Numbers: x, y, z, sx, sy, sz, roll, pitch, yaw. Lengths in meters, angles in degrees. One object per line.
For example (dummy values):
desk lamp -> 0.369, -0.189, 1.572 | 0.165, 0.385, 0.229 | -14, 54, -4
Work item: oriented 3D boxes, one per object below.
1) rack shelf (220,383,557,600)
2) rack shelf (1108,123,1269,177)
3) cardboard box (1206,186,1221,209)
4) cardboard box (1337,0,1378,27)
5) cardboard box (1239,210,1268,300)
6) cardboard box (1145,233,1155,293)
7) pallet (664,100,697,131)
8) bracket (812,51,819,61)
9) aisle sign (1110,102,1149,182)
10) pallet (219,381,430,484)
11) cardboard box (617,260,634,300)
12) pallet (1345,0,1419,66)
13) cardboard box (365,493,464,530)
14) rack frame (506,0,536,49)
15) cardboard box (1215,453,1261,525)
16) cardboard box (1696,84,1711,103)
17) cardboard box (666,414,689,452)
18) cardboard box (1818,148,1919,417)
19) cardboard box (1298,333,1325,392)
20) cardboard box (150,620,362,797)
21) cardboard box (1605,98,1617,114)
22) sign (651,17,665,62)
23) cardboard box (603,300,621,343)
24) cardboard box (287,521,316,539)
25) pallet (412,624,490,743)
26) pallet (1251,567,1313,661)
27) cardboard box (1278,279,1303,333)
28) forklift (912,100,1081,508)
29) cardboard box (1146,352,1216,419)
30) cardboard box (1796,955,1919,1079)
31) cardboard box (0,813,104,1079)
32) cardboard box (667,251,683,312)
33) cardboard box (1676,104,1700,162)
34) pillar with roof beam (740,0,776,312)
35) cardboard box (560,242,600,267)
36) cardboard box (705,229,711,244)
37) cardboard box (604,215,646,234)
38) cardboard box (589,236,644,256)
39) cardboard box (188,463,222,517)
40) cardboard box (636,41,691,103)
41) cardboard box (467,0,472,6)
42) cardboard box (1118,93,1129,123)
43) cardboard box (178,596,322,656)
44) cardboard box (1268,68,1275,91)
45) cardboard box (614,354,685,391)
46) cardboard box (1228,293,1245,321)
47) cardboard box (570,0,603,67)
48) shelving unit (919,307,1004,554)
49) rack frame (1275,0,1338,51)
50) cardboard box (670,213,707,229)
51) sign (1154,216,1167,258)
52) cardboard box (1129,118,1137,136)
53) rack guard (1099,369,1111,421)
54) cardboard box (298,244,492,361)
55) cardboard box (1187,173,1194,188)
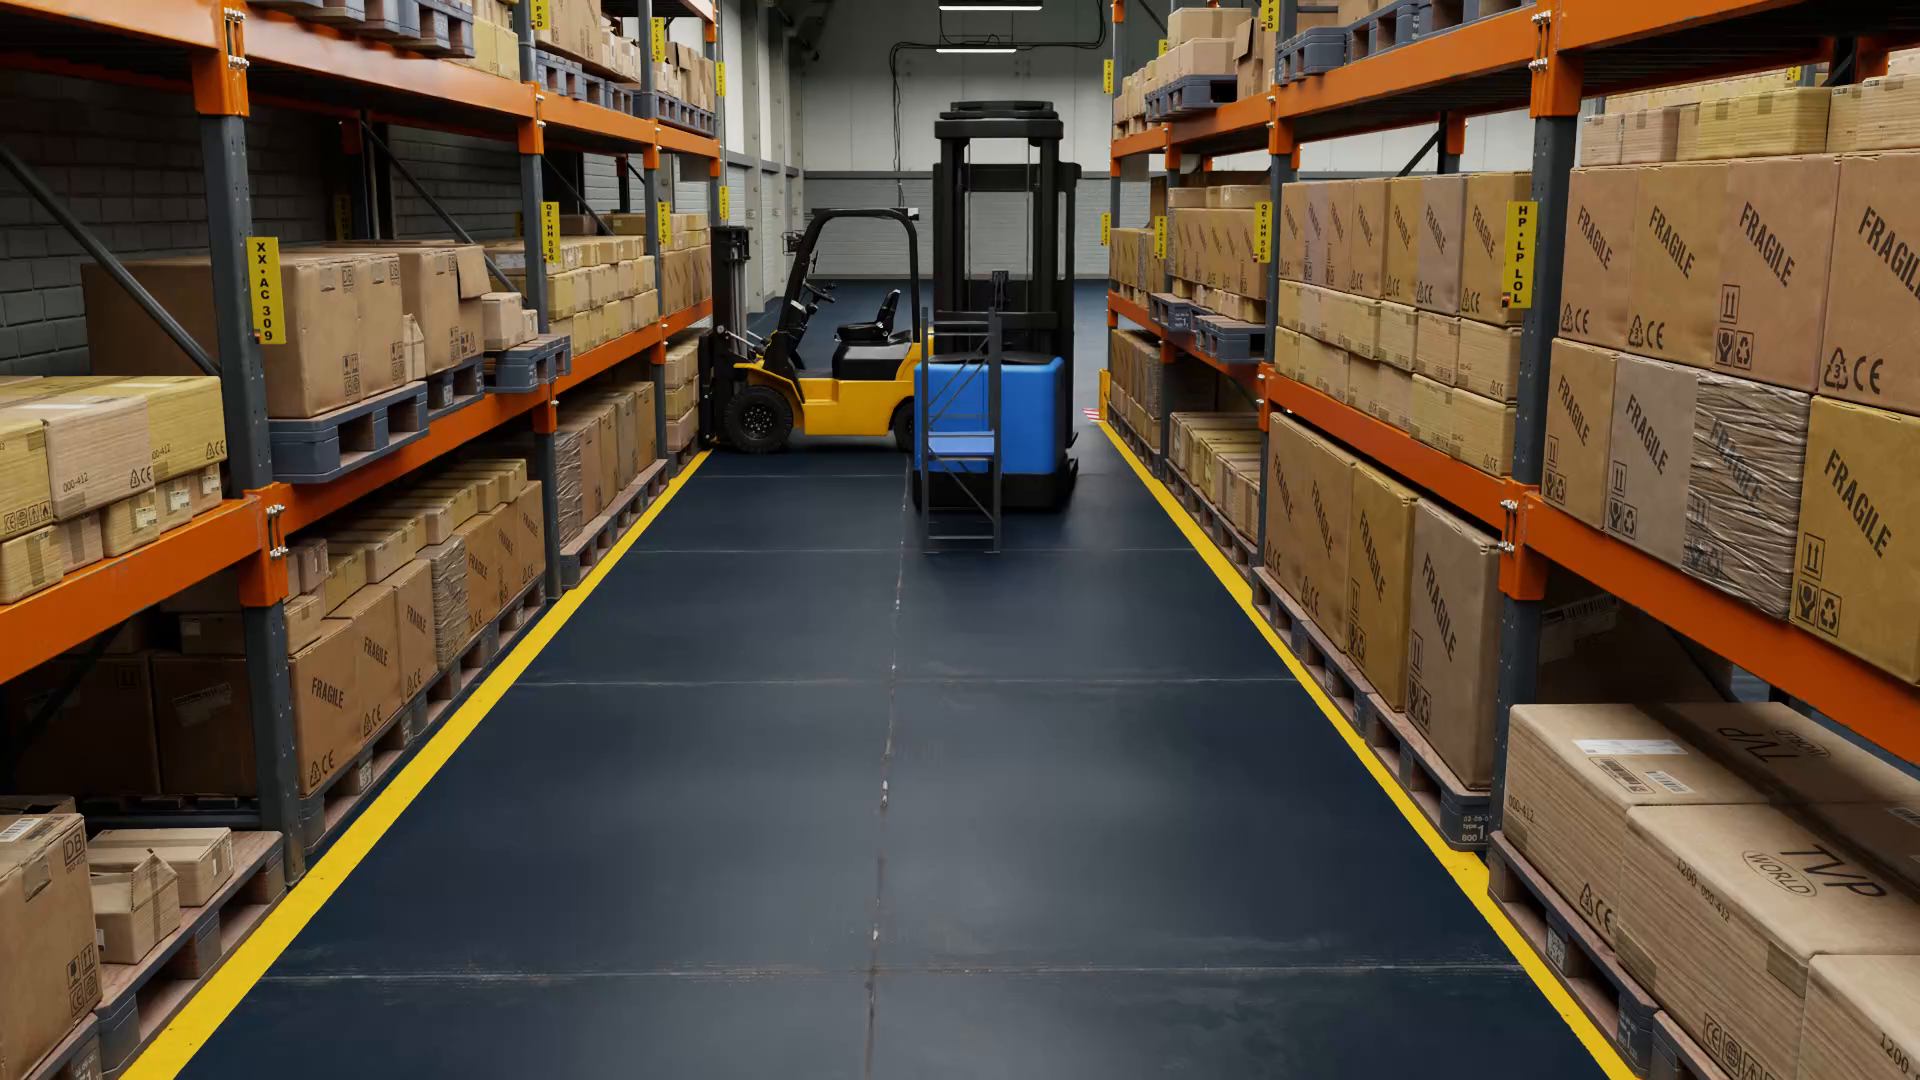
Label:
rack shelf -> -2.722, -0.384, 7.216 | 1.077, 0.370, 4.000 | 0, 11, -1
rack shelf -> 2.075, -3.465, 14.860 | 1.077, 0.370, 4.000 | 0, 11, -1
cardboard box -> 1.898, -2.358, 11.451 | 0.380, 0.149, 0.250 | 0, 11, 2
cardboard box -> 2.358, -2.807, 8.491 | 0.797, 0.503, 0.637 | -1, 12, -5
cardboard box -> 1.912, -1.645, 9.566 | 0.500, 0.500, 0.500 | -1, 11, -3
cardboard box -> 1.841, -2.335, 14.022 | 0.500, 0.500, 0.500 | 0, 11, 1
pallet -> -2.912, -3.767, 14.761 | 1.003, 0.211, 1.213 | 0, 11, -1
bracket -> -4.138, -13.805, 47.418 | 0.235, 0.232, 0.430 | 0, 11, -1
aisle sign -> 1.723, -4.030, 16.842 | 0.394, 0.787, 0.004 | 0, 11, -1
pallet -> -2.588, -0.404, 5.989 | 1.003, 0.211, 1.213 | 0, 11, -1
cardboard box -> -2.558, -1.800, 11.507 | 0.500, 0.250, 0.500 | 0, 11, 0
pallet -> 2.291, -2.182, 7.203 | 1.003, 0.211, 1.213 | 0, 11, 1
cardboard box -> -2.536, -0.126, 7.737 | 0.380, 0.149, 0.250 | 0, 11, -2
rack frame -> -2.763, -4.074, 8.507 | 1.000, 3.000, 0.127 | 0, 11, -1
cardboard box -> 2.174, -0.332, 10.704 | 0.950, 0.372, 0.625 | 0, 11, -2
cardboard box -> 6.708, -3.917, 14.600 | 0.380, 0.149, 0.250 | 0, 11, -2
cardboard box -> -2.525, -0.885, 13.735 | 0.500, 0.250, 0.500 | 0, 11, -1
cardboard box -> 2.061, -0.501, 3.216 | 0.500, 0.500, 0.500 | 0, 11, -2
cardboard box -> 1.986, -0.881, 8.235 | 0.500, 0.250, 0.500 | -1, 11, -3
cardboard box -> -2.466, 0.583, 5.870 | 0.500, 0.500, 0.500 | 0, 11, 1
cardboard box -> 6.667, -4.318, 16.578 | 0.380, 0.149, 0.250 | 0, 11, -1
sign -> -2.304, -3.811, 12.663 | 0.100, 0.325, 0.005 | 0, 11, -1
cardboard box -> -2.560, -1.455, 11.064 | 0.500, 0.250, 0.500 | 0, 11, 1
cardboard box -> -3.021, -0.017, 7.197 | 0.380, 0.149, 0.250 | -1, 11, -3
pallet -> -2.764, 0.623, 7.456 | 1.003, 0.211, 1.213 | 0, 11, -1
pallet -> 2.140, 0.369, 8.711 | 1.003, 0.211, 1.213 | 0, 11, -1
cardboard box -> 1.963, -1.225, 8.672 | 0.500, 0.250, 0.500 | 0, 11, -2
forklift -> 0.370, -1.909, 13.097 | 1.130, 2.935, 3.031 | 2, 12, 8
cardboard box -> 1.836, -1.292, 13.859 | 0.500, 0.500, 0.500 | 0, 11, -2
cardboard box -> 2.223, 1.172, 3.123 | 0.875, 0.438, 0.875 | 0, 11, 0
cardboard box -> -2.516, 0.977, 3.929 | 0.700, 0.500, 0.500 | -1, 11, -3
cardboard box -> -2.622, -2.171, 13.963 | 0.500, 0.500, 0.500 | 0, 11, 0
cardboard box -> 2.098, -1.051, 4.300 | 0.380, 0.149, 0.250 | 0, 11, -2
pillar with roof beam -> 0.117, -9.118, 33.369 | 9.100, 9.000, 0.548 | 0, 11, -1
cardboard box -> -2.513, -1.822, 10.612 | 0.380, 0.149, 0.250 | 0, 11, 0
cardboard box -> -2.607, -2.973, 16.284 | 0.380, 0.149, 0.250 | 0, 11, 0
cardboard box -> -2.669, -2.558, 13.491 | 0.380, 0.149, 0.250 | 0, 11, 0
cardboard box -> -2.617, -2.229, 12.618 | 0.380, 0.149, 0.250 | 0, 11, 1
cardboard box -> -2.422, -0.153, 4.902 | 0.380, 0.149, 0.250 | 0, 11, 0
cardboard box -> -2.781, -4.092, 14.574 | 0.797, 0.503, 0.637 | 0, 11, 1
cardboard box -> -2.550, -2.552, 7.926 | 0.380, 0.149, 0.250 | 0, 11, 0
cardboard box -> 1.779, -4.086, 15.742 | 0.500, 0.250, 0.500 | 0, 11, -2
cardboard box -> -2.422, 0.290, 5.684 | 0.380, 0.149, 0.250 | 0, 11, 2
cardboard box -> 1.969, -2.613, 9.482 | 0.380, 0.149, 0.250 | 0, 11, -1
cardboard box -> -2.542, -1.375, 13.636 | 0.500, 0.250, 0.500 | 0, 11, -2
cardboard box -> 1.829, -1.405, 10.015 | 0.380, 0.149, 0.250 | 0, 11, -2
cardboard box -> -2.556, -3.255, 10.456 | 0.500, 0.500, 0.500 | 0, 11, 0
shelving unit -> -0.002, -0.752, 10.994 | 0.538, 1.500, 1.048 | 0, 11, -1
rack frame -> 2.199, -4.095, 8.611 | 1.000, 3.000, 0.127 | 0, 11, -1
cardboard box -> -2.642, -3.066, 15.995 | 0.380, 0.149, 0.250 | 0, 11, 0
sign -> 1.574, -2.371, 13.023 | 0.100, 0.325, 0.005 | 0, 11, -1
cardboard box -> 1.747, -3.768, 15.176 | 0.380, 0.149, 0.250 | 0, 11, -1
rack guard -> 2.035, -1.505, 17.221 | 1.175, 0.500, 0.348 | 0, 11, -1
cardboard box -> -2.545, -1.067, 7.456 | 0.797, 0.503, 0.637 | -1, 11, -2
cardboard box -> 2.352, -2.925, 14.417 | 0.700, 0.500, 0.500 | 0, 11, -2
